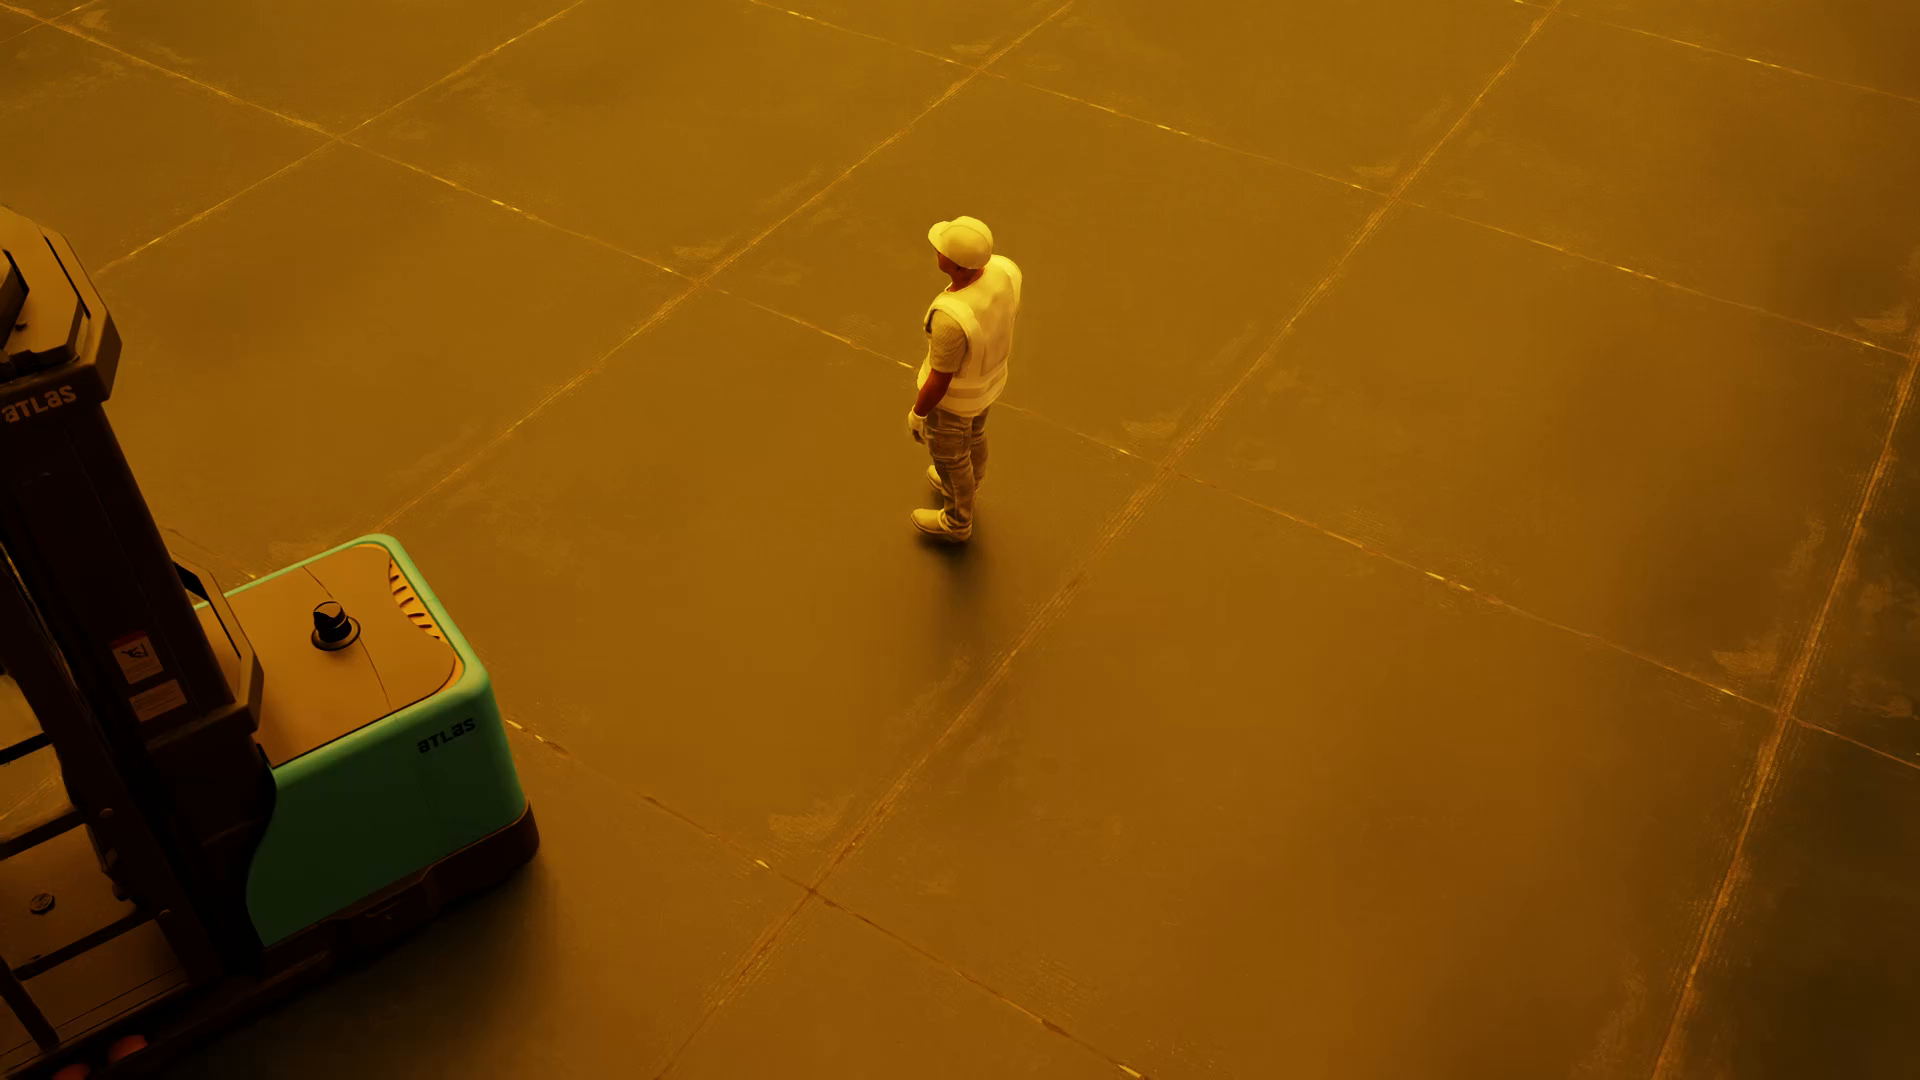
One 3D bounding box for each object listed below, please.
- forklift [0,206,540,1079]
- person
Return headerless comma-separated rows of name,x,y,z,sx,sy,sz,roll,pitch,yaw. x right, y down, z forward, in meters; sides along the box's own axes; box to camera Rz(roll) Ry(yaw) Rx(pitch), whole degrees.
forklift,-3.166,0.524,5.296,3.031,2.935,1.130,-26,49,-25
person,-0.056,-0.713,7.366,0.575,1.784,0.657,24,48,23
